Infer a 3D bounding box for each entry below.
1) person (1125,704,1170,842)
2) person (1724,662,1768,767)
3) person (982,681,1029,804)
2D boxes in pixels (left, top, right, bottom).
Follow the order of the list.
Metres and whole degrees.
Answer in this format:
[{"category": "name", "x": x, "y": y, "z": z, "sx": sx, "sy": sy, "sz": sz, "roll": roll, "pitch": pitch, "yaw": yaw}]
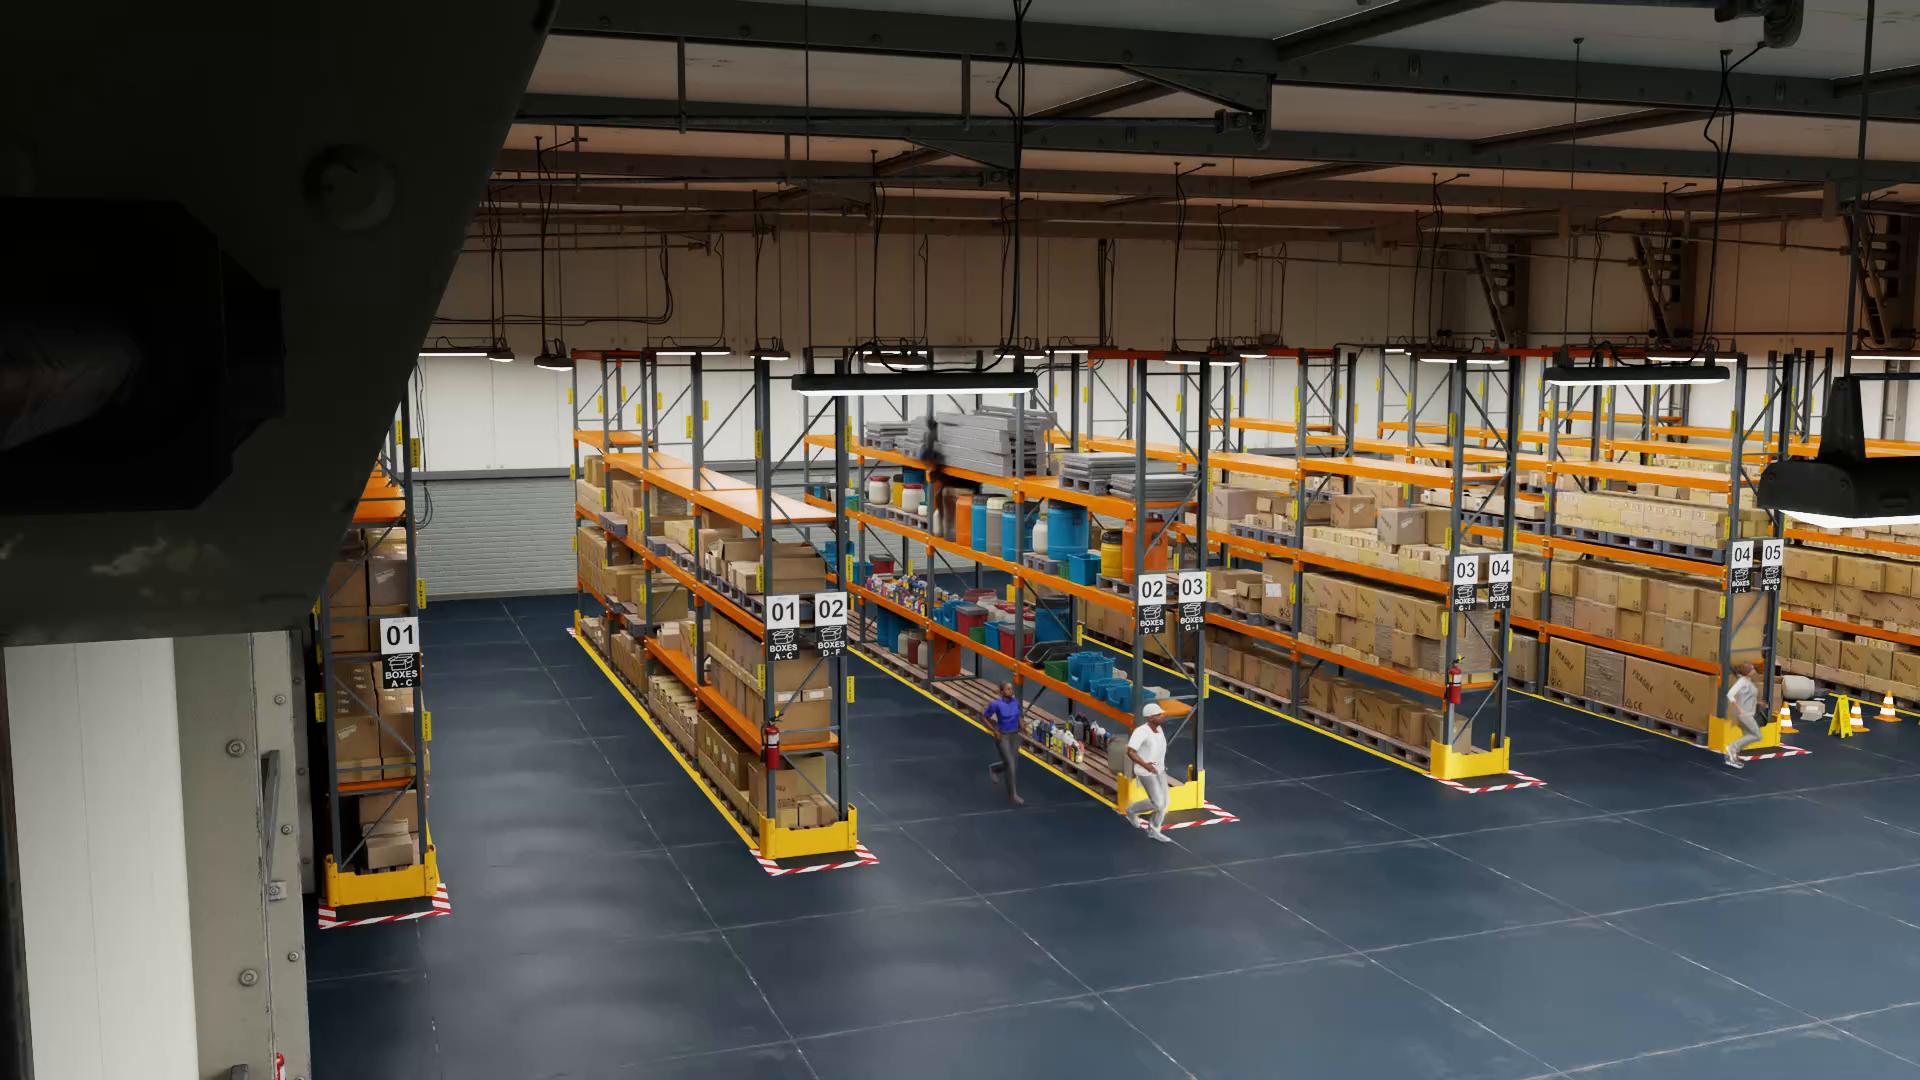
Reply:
[{"category": "person", "x": 2.367, "y": 2.899, "z": 20.857, "sx": 0.610, "sy": 1.735, "sz": 0.737, "roll": 6, "pitch": 9, "yaw": 38}, {"category": "person", "x": 11.473, "y": 2.560, "z": 24.230, "sx": 0.540, "sy": 1.547, "sz": 0.529, "roll": 5, "pitch": 8, "yaw": 33}, {"category": "person", "x": 0.602, "y": 2.726, "z": 22.673, "sx": 0.578, "sy": 1.648, "sz": 0.792, "roll": -5, "pitch": 9, "yaw": -37}]
